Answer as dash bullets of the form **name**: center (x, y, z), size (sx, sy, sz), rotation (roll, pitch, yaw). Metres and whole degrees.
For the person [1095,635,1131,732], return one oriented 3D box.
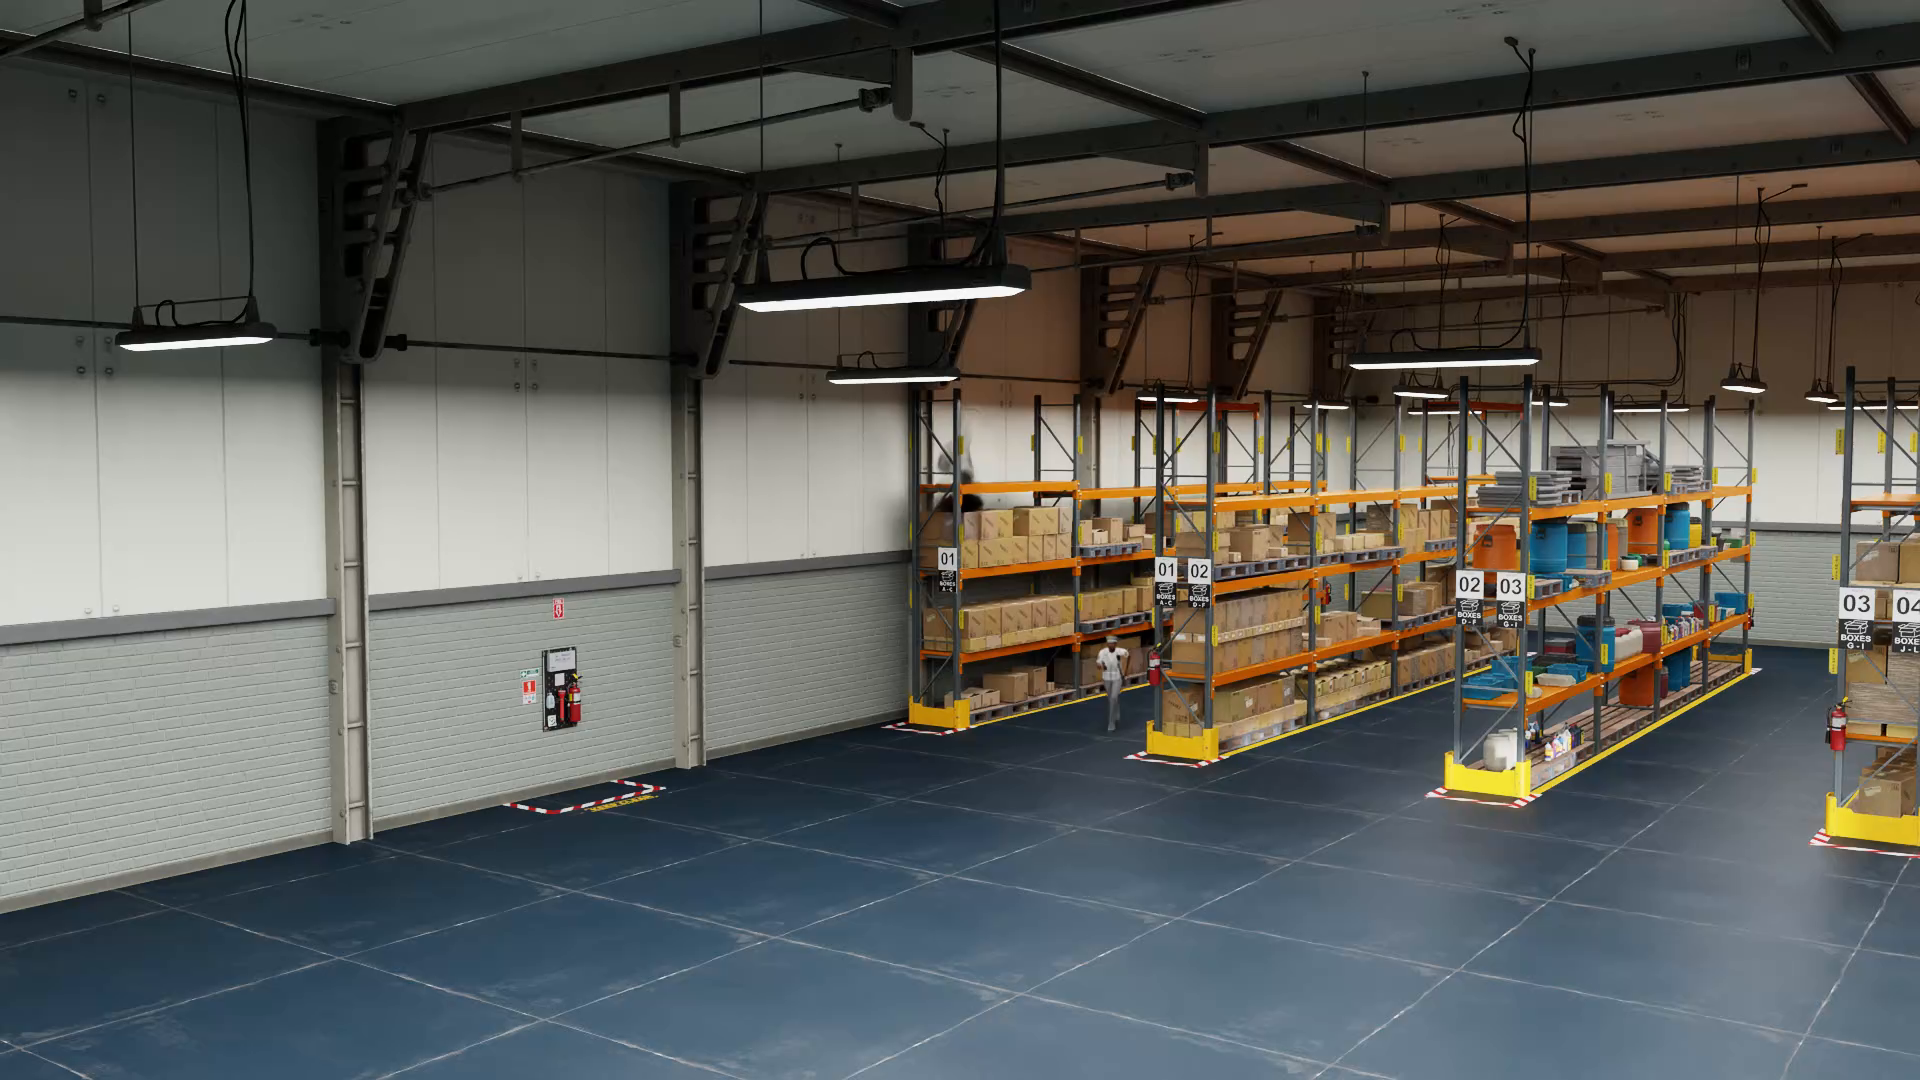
- **person**: center (2.727, 2.506, 29.519), size (0.577, 1.695, 0.961), rotation (1, 3, 19)

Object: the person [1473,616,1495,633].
- **person**: center (12.880, 1.845, 40.879), size (0.854, 1.750, 0.646), rotation (2, 4, 36)
